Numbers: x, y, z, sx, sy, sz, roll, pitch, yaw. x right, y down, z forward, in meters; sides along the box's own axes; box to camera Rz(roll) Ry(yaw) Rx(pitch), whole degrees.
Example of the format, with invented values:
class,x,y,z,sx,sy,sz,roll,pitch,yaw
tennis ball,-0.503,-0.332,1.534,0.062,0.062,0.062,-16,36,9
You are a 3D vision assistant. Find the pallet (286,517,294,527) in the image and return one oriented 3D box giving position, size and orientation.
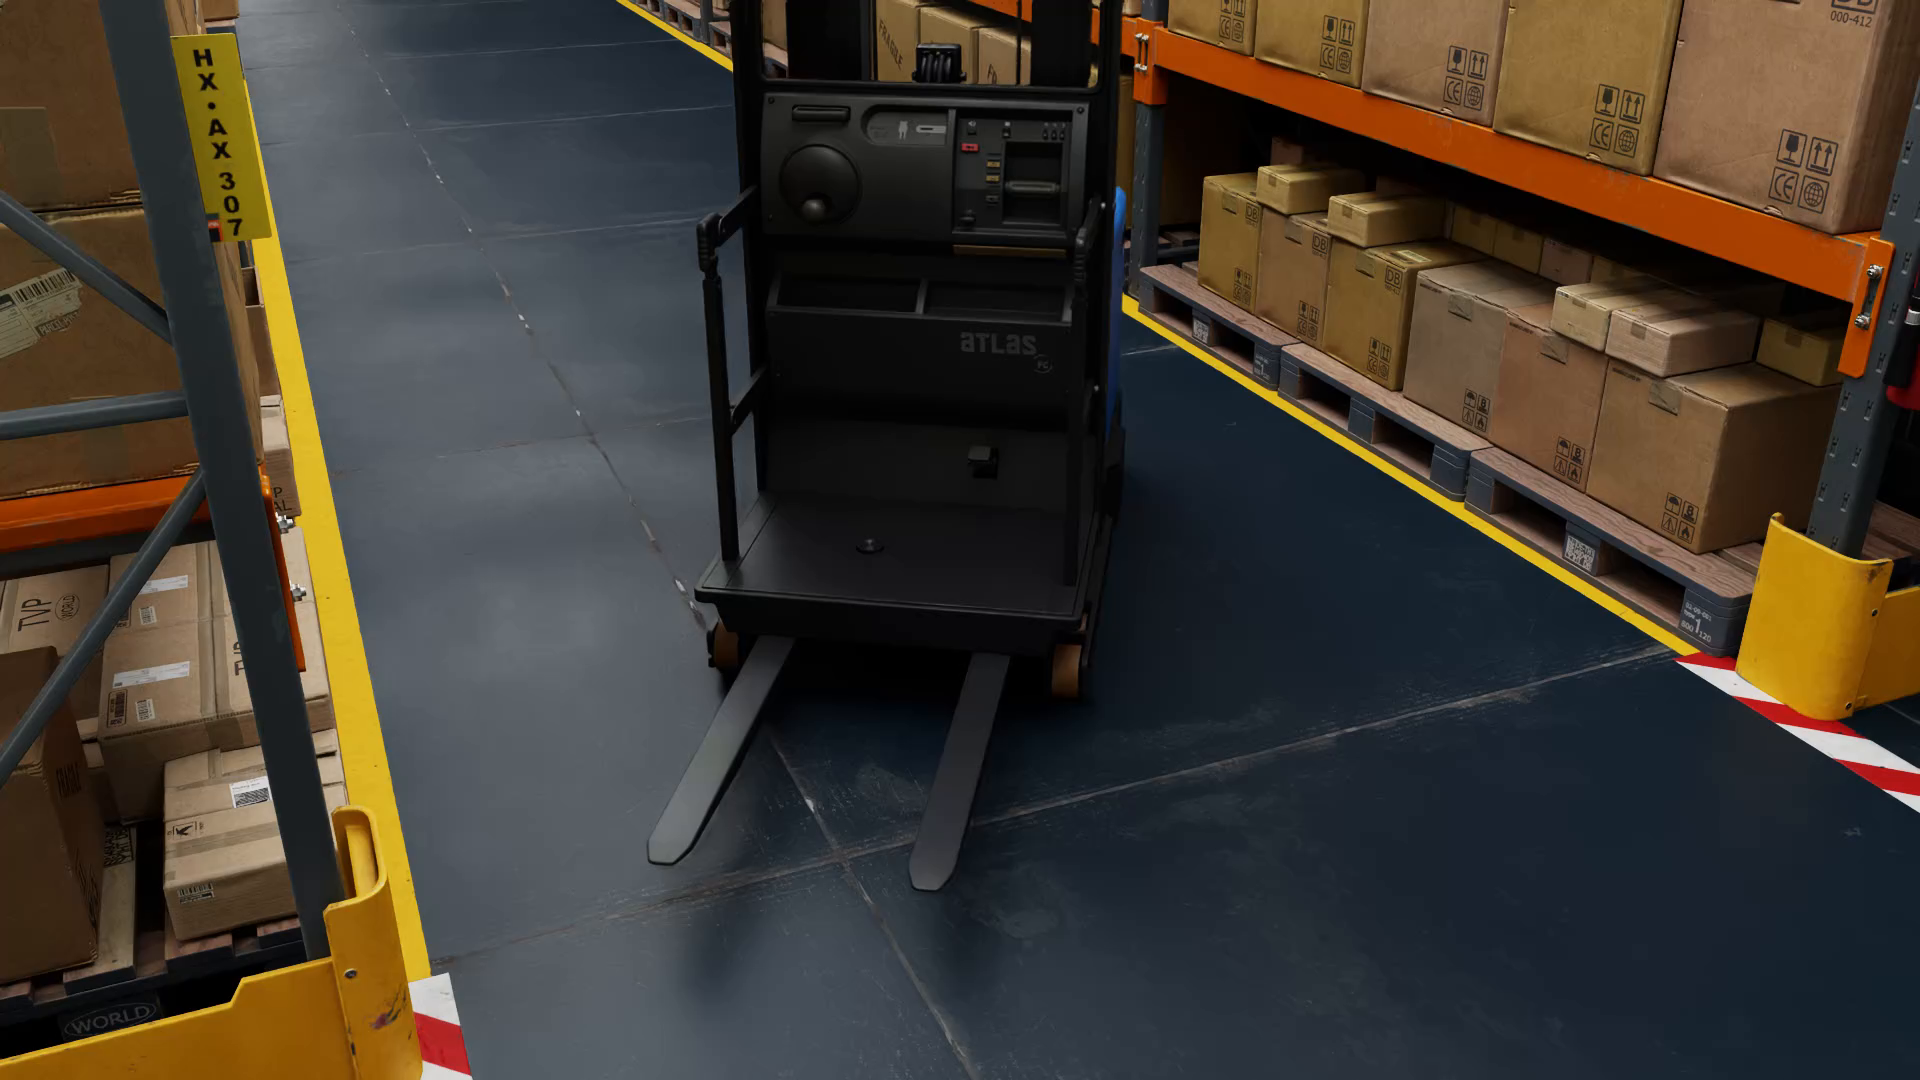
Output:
class,x,y,z,sx,sy,sz,roll,pitch,yaw
pallet,-2.493,0.256,4.986,1.003,0.211,1.213,-11,28,-21

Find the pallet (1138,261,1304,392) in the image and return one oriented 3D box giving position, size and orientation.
class,x,y,z,sx,sy,sz,roll,pitch,yaw
pallet,1.540,-1.047,7.655,1.003,0.211,1.213,-11,28,-21

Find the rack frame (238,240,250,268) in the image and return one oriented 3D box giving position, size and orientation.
class,x,y,z,sx,sy,sz,roll,pitch,yaw
rack frame,-3.243,-1.768,5.953,1.000,3.000,0.127,-11,28,-21

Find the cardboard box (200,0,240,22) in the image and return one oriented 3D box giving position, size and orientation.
class,x,y,z,sx,sy,sz,roll,pitch,yaw
cardboard box,-3.222,-2.232,6.309,0.700,0.500,0.500,-22,34,-37

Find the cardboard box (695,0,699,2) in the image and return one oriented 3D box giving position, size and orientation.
class,x,y,z,sx,sy,sz,roll,pitch,yaw
cardboard box,-2.262,-5.337,15.610,0.500,0.500,0.500,-13,29,-24

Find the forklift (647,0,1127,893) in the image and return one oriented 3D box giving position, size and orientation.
class,x,y,z,sx,sy,sz,roll,pitch,yaw
forklift,-0.137,-1.023,4.505,1.130,2.935,3.031,4,26,8

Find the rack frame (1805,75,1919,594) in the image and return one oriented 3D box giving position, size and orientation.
class,x,y,z,sx,sy,sz,roll,pitch,yaw
rack frame,2.881,-1.006,4.392,1.000,3.000,0.127,-11,28,-21

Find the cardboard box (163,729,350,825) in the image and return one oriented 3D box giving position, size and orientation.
class,x,y,z,sx,sy,sz,roll,pitch,yaw
cardboard box,-1.622,0.593,3.844,0.380,0.166,0.250,-11,28,-21

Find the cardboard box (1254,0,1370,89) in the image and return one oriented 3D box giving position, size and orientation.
class,x,y,z,sx,sy,sz,roll,pitch,yaw
cardboard box,1.792,-2.238,6.573,0.980,0.700,0.700,-11,28,-22

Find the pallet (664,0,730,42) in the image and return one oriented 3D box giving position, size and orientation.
class,x,y,z,sx,sy,sz,roll,pitch,yaw
pallet,-2.114,-4.862,15.468,1.003,0.211,1.213,-11,28,-21

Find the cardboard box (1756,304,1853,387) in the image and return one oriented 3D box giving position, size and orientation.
class,x,y,z,sx,sy,sz,roll,pitch,yaw
cardboard box,2.747,-0.612,5.216,0.380,0.149,0.250,-10,28,-20

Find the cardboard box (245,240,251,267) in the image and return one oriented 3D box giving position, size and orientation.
class,x,y,z,sx,sy,sz,roll,pitch,yaw
cardboard box,-3.208,-1.080,6.890,0.500,0.500,0.500,-12,28,-23

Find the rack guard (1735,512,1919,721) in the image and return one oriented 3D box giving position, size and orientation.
class,x,y,z,sx,sy,sz,roll,pitch,yaw
rack guard,2.890,0.127,4.920,1.175,0.500,0.348,-11,28,-21

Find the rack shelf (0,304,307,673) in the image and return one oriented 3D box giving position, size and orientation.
class,x,y,z,sx,sy,sz,roll,pitch,yaw
rack shelf,-2.459,-0.638,4.457,1.077,0.370,4.000,-11,28,-21

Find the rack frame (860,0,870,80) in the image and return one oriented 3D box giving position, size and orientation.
class,x,y,z,sx,sy,sz,roll,pitch,yaw
rack frame,-0.252,-4.236,11.006,1.000,3.000,0.127,-11,28,-21

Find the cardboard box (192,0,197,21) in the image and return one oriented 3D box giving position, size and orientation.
class,x,y,z,sx,sy,sz,roll,pitch,yaw
cardboard box,-2.406,-1.693,4.545,0.500,0.500,0.500,-10,28,-20

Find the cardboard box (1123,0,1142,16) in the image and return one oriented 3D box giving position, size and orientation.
class,x,y,z,sx,sy,sz,roll,pitch,yaw
cardboard box,0.921,-2.605,7.930,0.380,0.149,0.250,-10,28,-20

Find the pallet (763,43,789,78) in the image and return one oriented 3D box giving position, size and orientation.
class,x,y,z,sx,sy,sz,roll,pitch,yaw
pallet,-1.031,-3.790,13.272,1.003,0.211,1.213,-11,28,-21

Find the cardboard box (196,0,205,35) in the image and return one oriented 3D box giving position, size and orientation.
class,x,y,z,sx,sy,sz,roll,pitch,yaw
cardboard box,-2.404,-1.241,4.758,0.500,0.500,0.500,-10,28,-19

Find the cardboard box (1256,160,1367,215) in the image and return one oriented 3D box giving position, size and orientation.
class,x,y,z,sx,sy,sz,roll,pitch,yaw
cardboard box,1.479,-1.489,7.011,0.380,0.149,0.250,-10,28,-19

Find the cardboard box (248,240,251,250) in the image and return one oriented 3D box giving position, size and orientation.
class,x,y,z,sx,sy,sz,roll,pitch,yaw
cardboard box,-3.813,-1.700,8.161,0.500,0.500,0.500,-12,28,-23

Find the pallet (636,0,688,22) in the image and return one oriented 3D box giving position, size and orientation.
class,x,y,z,sx,sy,sz,roll,pitch,yaw
pallet,-2.596,-5.356,16.479,1.003,0.211,1.213,-11,28,-21

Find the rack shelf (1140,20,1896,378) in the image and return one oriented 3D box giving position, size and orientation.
class,x,y,z,sx,sy,sz,roll,pitch,yaw
rack shelf,2.097,-1.490,6.203,1.077,0.370,4.000,-11,28,-21

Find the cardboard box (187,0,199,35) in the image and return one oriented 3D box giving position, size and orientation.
class,x,y,z,sx,sy,sz,roll,pitch,yaw
cardboard box,-2.010,-1.285,3.709,0.500,0.500,0.500,-10,28,-20

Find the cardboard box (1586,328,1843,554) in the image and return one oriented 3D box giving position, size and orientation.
class,x,y,z,sx,sy,sz,roll,pitch,yaw
cardboard box,2.514,-0.337,5.392,0.700,0.500,0.500,-11,28,-21

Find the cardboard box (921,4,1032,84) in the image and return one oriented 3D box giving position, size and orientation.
class,x,y,z,sx,sy,sz,roll,pitch,yaw
cardboard box,0.252,-2.784,10.005,0.750,0.750,0.750,-11,28,-21

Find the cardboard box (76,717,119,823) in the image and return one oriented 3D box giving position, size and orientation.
class,x,y,z,sx,sy,sz,roll,pitch,yaw
cardboard box,-2.191,0.566,3.900,0.380,0.166,0.250,-11,28,-21

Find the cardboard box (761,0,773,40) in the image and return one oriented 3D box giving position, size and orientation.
class,x,y,z,sx,sy,sz,roll,pitch,yaw
cardboard box,-1.267,-4.431,13.753,0.700,0.500,0.500,-11,28,-22

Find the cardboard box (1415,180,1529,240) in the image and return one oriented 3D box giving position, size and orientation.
class,x,y,z,sx,sy,sz,roll,pitch,yaw
cardboard box,2.049,-1.330,6.686,0.380,0.149,0.250,-10,28,-20

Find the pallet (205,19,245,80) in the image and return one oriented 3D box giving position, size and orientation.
class,x,y,z,sx,sy,sz,roll,pitch,yaw
pallet,-3.455,-2.023,6.694,1.003,0.211,1.213,-11,28,-21

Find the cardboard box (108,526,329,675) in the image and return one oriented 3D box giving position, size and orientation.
class,x,y,z,sx,sy,sz,roll,pitch,yaw
cardboard box,-2.020,0.213,4.528,0.500,0.250,0.500,-11,28,-21

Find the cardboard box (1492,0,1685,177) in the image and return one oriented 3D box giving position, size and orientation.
class,x,y,z,sx,sy,sz,roll,pitch,yaw
cardboard box,2.376,-1.637,5.342,0.980,0.700,0.700,-11,28,-21

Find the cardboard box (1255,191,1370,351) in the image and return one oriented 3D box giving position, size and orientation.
class,x,y,z,sx,sy,sz,roll,pitch,yaw
cardboard box,1.706,-1.163,7.084,0.700,0.500,0.500,-11,28,-21

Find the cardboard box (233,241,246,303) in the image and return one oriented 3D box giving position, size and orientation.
class,x,y,z,sx,sy,sz,roll,pitch,yaw
cardboard box,-2.008,-0.833,3.924,0.500,0.500,0.500,-11,28,-21

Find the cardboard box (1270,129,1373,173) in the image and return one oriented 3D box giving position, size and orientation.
class,x,y,z,sx,sy,sz,roll,pitch,yaw
cardboard box,1.639,-1.751,7.548,0.380,0.149,0.250,-11,28,-21

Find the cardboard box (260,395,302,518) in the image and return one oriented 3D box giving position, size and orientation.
class,x,y,z,sx,sy,sz,roll,pitch,yaw
cardboard box,-2.465,-0.274,5.455,0.500,0.311,0.500,-11,28,-21

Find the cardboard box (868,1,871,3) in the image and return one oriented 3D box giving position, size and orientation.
class,x,y,z,sx,sy,sz,roll,pitch,yaw
cardboard box,-0.677,-3.820,12.502,0.700,0.500,0.500,-11,28,-21

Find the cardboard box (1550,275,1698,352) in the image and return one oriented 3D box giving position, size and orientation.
class,x,y,z,sx,sy,sz,roll,pitch,yaw
cardboard box,2.196,-0.752,5.502,0.380,0.149,0.250,-10,28,-19

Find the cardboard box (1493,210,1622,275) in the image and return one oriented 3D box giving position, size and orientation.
class,x,y,z,sx,sy,sz,roll,pitch,yaw
cardboard box,2.249,-1.124,6.264,0.380,0.149,0.250,-10,28,-20

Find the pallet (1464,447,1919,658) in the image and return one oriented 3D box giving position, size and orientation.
class,x,y,z,sx,sy,sz,roll,pitch,yaw
pallet,2.495,-0.062,5.637,1.003,0.211,1.213,-11,28,-21

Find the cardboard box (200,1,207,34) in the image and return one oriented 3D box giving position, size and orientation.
class,x,y,z,sx,sy,sz,roll,pitch,yaw
cardboard box,-2.811,-1.655,5.608,0.500,0.500,0.500,-10,28,-20

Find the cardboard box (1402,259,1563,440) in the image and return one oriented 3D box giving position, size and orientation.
class,x,y,z,sx,sy,sz,roll,pitch,yaw
cardboard box,2.121,-0.742,6.221,0.700,0.500,0.500,-12,28,-22

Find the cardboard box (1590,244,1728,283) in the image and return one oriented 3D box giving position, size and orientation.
class,x,y,z,sx,sy,sz,roll,pitch,yaw
cardboard box,2.451,-0.918,5.842,0.380,0.149,0.250,-10,28,-20

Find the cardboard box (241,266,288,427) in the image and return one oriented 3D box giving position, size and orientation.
class,x,y,z,sx,sy,sz,roll,pitch,yaw
cardboard box,-2.758,-0.661,6.033,0.500,0.500,0.500,-11,28,-21

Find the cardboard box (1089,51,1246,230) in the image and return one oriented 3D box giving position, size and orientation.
class,x,y,z,sx,sy,sz,roll,pitch,yaw
cardboard box,0.940,-2.084,8.570,0.750,0.750,0.750,-10,28,-20
